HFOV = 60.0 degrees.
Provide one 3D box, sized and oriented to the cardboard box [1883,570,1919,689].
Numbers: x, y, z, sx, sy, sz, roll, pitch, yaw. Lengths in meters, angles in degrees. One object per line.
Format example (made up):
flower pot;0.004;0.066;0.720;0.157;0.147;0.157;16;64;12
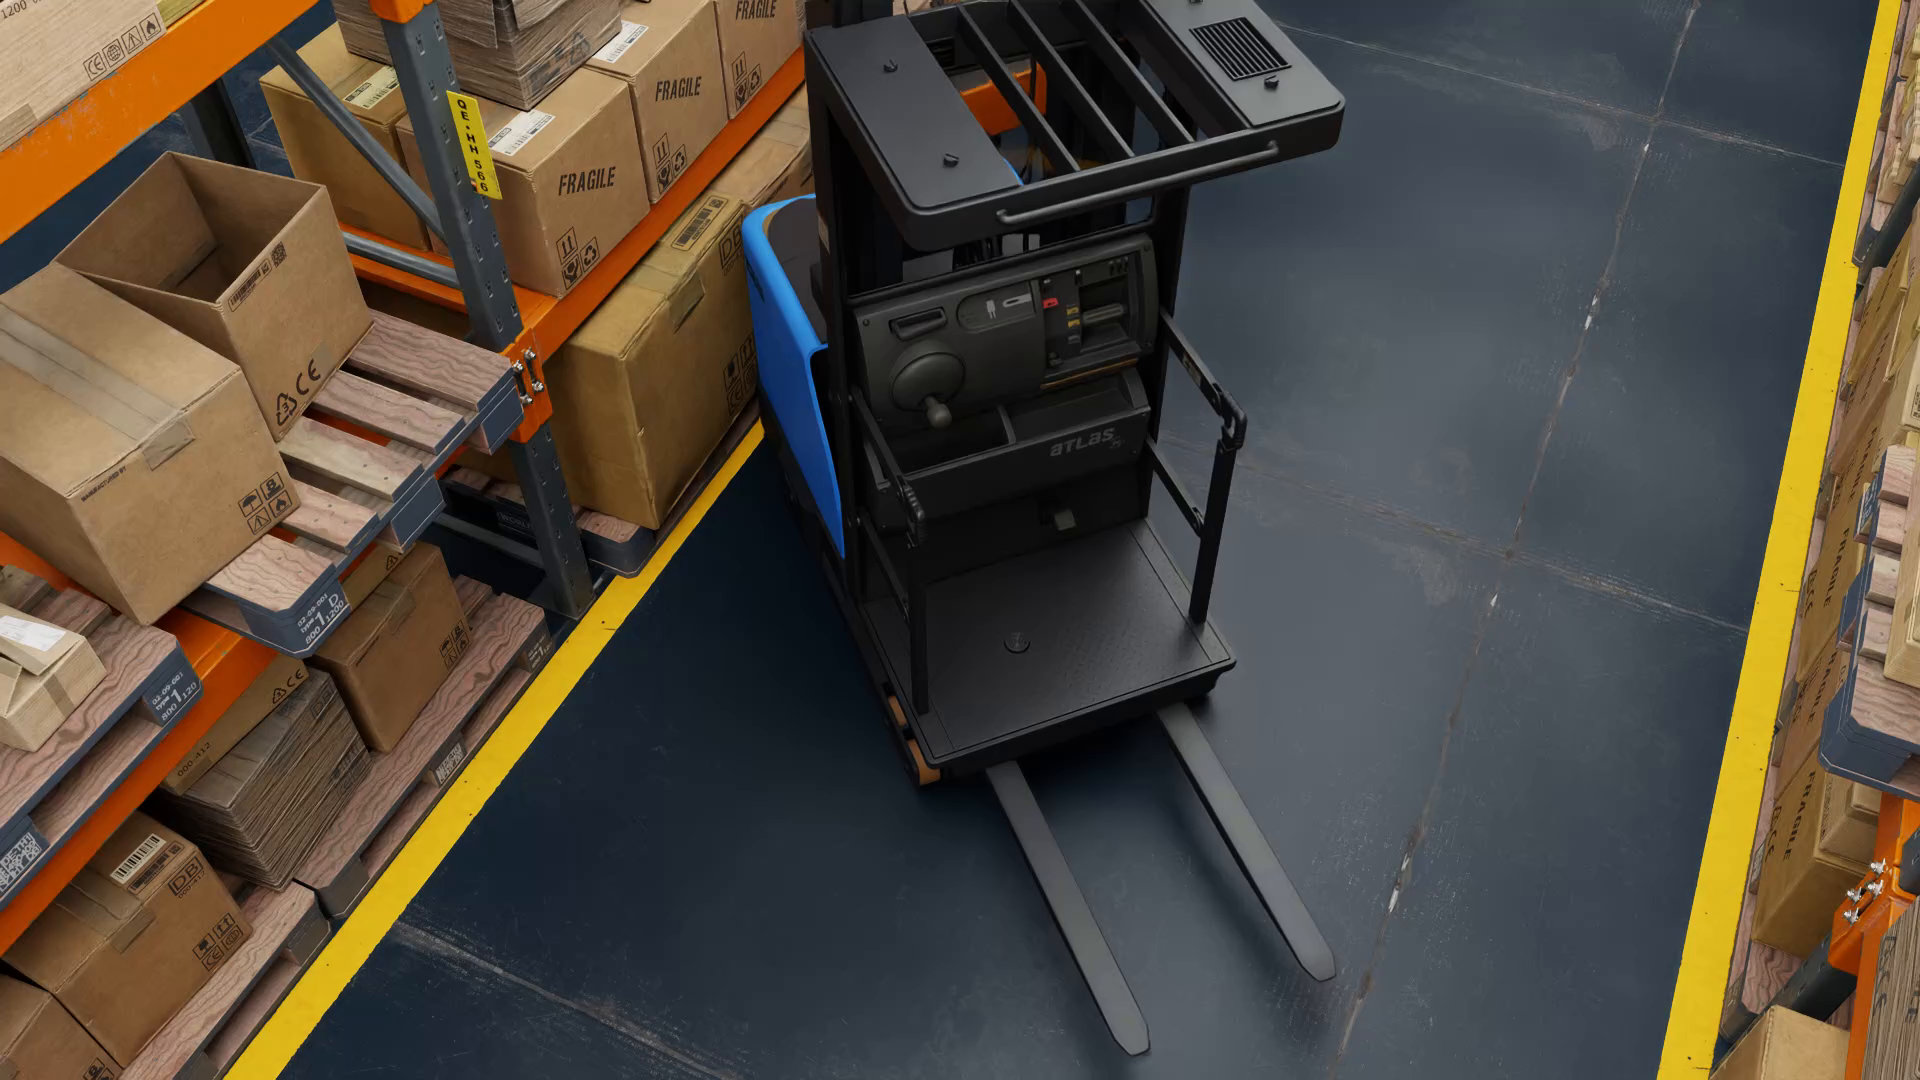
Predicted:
cardboard box;2.435;0.261;3.948;0.380;0.149;0.250;21;53;17

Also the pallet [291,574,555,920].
pallet;-2.137;0.563;5.633;1.003;0.211;1.213;20;52;16

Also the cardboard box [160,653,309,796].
cardboard box;-2.278;0.385;4.813;0.500;0.250;0.500;25;54;20

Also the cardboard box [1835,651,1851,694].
cardboard box;2.900;0.328;4.874;0.500;0.250;0.500;20;53;17

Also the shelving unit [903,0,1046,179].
shelving unit;0.031;-1.646;6.272;0.503;2.100;0.431;-24;54;-19

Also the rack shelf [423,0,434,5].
rack shelf;-0.947;-2.995;5.332;1.077;0.370;4.000;20;52;16

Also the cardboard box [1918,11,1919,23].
cardboard box;4.895;-2.590;8.081;0.380;0.149;0.250;20;52;16

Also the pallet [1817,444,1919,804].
pallet;2.848;0.341;4.116;1.213;0.211;1.003;20;52;16

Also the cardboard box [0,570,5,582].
cardboard box;-2.726;0.113;4.007;0.500;0.250;0.500;18;52;15

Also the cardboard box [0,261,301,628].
cardboard box;-2.144;-0.245;4.148;0.700;0.500;0.500;27;55;21

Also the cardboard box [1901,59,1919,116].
cardboard box;4.398;-1.959;7.348;0.380;0.149;0.250;18;52;15

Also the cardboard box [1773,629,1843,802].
cardboard box;2.909;0.584;5.149;0.500;0.500;0.500;22;53;18

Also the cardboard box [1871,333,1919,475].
cardboard box;3.347;-0.379;5.476;0.500;0.250;0.500;22;53;17

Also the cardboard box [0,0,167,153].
cardboard box;-1.983;-1.049;3.302;0.500;0.250;0.500;20;52;16

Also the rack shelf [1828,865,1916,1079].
rack shelf;1.785;2.415;2.698;1.077;0.370;4.000;20;52;16

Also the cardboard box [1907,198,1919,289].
cardboard box;3.794;-1.096;6.086;0.500;0.250;0.500;18;52;15

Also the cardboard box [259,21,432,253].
cardboard box;-1.815;-1.332;5.348;0.500;0.500;0.500;21;53;17

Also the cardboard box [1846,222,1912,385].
cardboard box;3.793;-0.853;6.372;0.500;0.500;0.500;22;53;17

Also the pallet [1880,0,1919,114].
pallet;5.123;-2.363;8.122;1.003;0.211;1.213;20;52;16

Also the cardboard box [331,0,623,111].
cardboard box;-1.475;-1.734;5.032;0.797;0.503;0.637;21;53;17

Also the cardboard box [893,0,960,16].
cardboard box;-0.729;-2.018;7.117;1.225;0.875;0.875;18;52;15

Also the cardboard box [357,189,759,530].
cardboard box;-1.488;-0.795;6.076;1.225;0.875;0.875;18;52;14

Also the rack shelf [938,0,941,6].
rack shelf;0.031;-2.091;5.749;0.480;0.518;0.431;-24;54;-19

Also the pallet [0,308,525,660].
pallet;-2.010;-0.291;4.654;1.213;0.211;1.003;20;52;16

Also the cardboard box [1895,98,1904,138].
cardboard box;4.449;-1.897;7.491;0.380;0.149;0.250;18;52;15

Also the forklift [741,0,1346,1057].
forklift;0.233;-0.505;4.755;1.130;2.935;3.031;-17;52;-14

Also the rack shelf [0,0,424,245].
rack shelf;-2.656;-0.240;2.988;1.077;0.370;4.000;20;52;16

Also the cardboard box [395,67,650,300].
cardboard box;-1.348;-1.157;5.200;0.500;0.500;0.500;21;53;17

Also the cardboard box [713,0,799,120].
cardboard box;-0.914;-1.867;5.803;0.500;0.500;0.500;19;52;15

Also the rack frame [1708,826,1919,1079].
rack frame;2.639;0.805;3.596;1.000;3.000;0.127;20;52;16

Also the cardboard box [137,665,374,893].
cardboard box;-2.295;0.643;5.086;0.700;0.500;0.500;16;51;13

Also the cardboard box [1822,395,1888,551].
cardboard box;3.357;-0.123;5.751;0.500;0.500;0.500;21;53;17

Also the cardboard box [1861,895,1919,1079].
cardboard box;2.204;0.994;3.369;0.500;0.500;0.500;20;53;16

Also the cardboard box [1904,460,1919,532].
cardboard box;2.652;-0.087;4.244;0.380;0.149;0.250;21;53;17

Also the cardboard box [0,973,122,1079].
cardboard box;-2.770;1.420;4.425;0.700;0.500;0.500;16;51;13

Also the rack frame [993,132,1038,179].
rack frame;0.242;-1.740;6.351;0.015;2.100;0.400;-24;54;-19

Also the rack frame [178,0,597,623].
rack frame;-1.802;-0.879;5.028;1.000;3.000;0.127;20;52;16

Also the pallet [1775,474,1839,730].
pallet;3.497;0.334;5.827;1.003;0.211;1.213;20;52;16

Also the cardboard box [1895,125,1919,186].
cardboard box;4.196;-1.579;7.025;0.380;0.149;0.250;21;53;17
